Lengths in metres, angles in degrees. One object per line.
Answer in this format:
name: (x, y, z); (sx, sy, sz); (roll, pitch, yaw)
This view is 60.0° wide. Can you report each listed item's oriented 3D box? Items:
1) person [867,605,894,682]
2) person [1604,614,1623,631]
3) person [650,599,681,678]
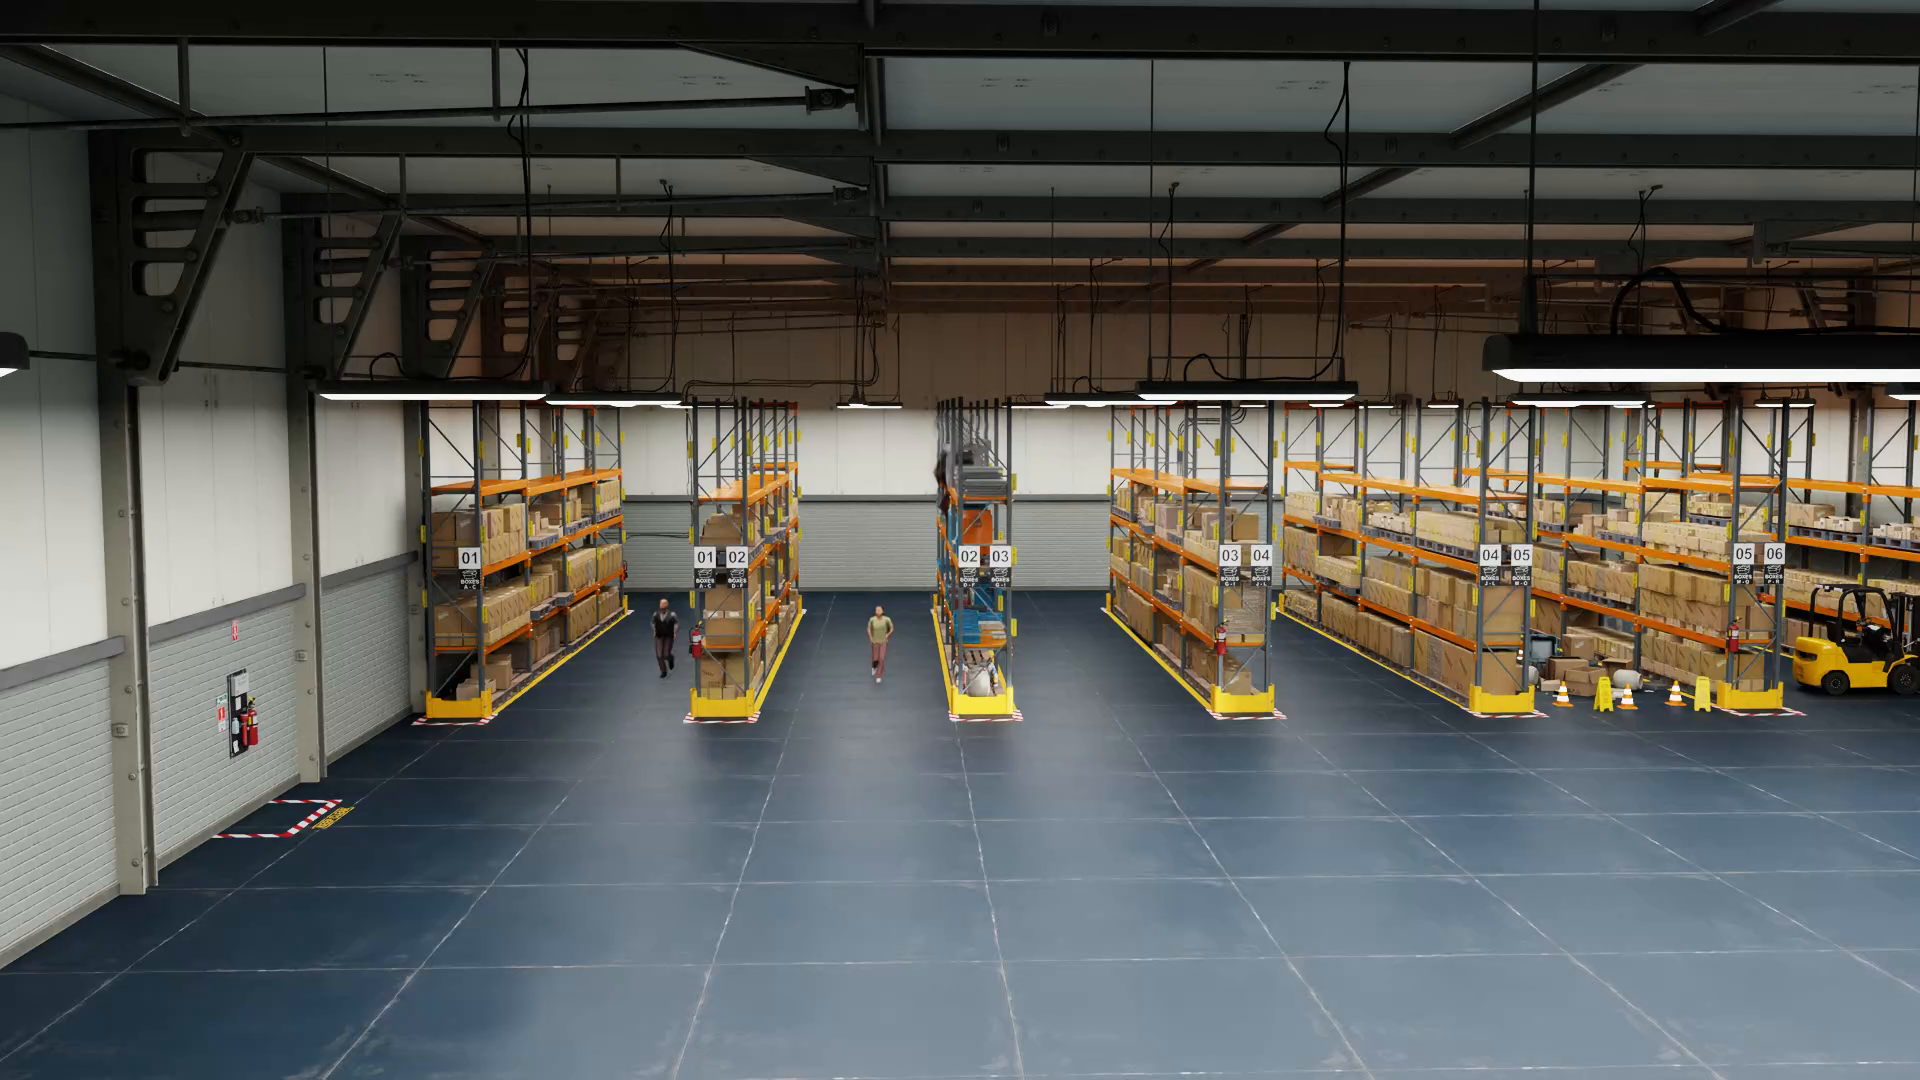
person: (-1.688, 2.187, 35.339); (0.574, 1.638, 0.583); (0, 4, 1)
person: (16.767, 1.535, 42.779); (0.612, 1.830, 0.839); (-1, 4, -7)
person: (-6.388, 2.119, 35.942); (0.661, 1.682, 0.585); (0, 4, 4)
